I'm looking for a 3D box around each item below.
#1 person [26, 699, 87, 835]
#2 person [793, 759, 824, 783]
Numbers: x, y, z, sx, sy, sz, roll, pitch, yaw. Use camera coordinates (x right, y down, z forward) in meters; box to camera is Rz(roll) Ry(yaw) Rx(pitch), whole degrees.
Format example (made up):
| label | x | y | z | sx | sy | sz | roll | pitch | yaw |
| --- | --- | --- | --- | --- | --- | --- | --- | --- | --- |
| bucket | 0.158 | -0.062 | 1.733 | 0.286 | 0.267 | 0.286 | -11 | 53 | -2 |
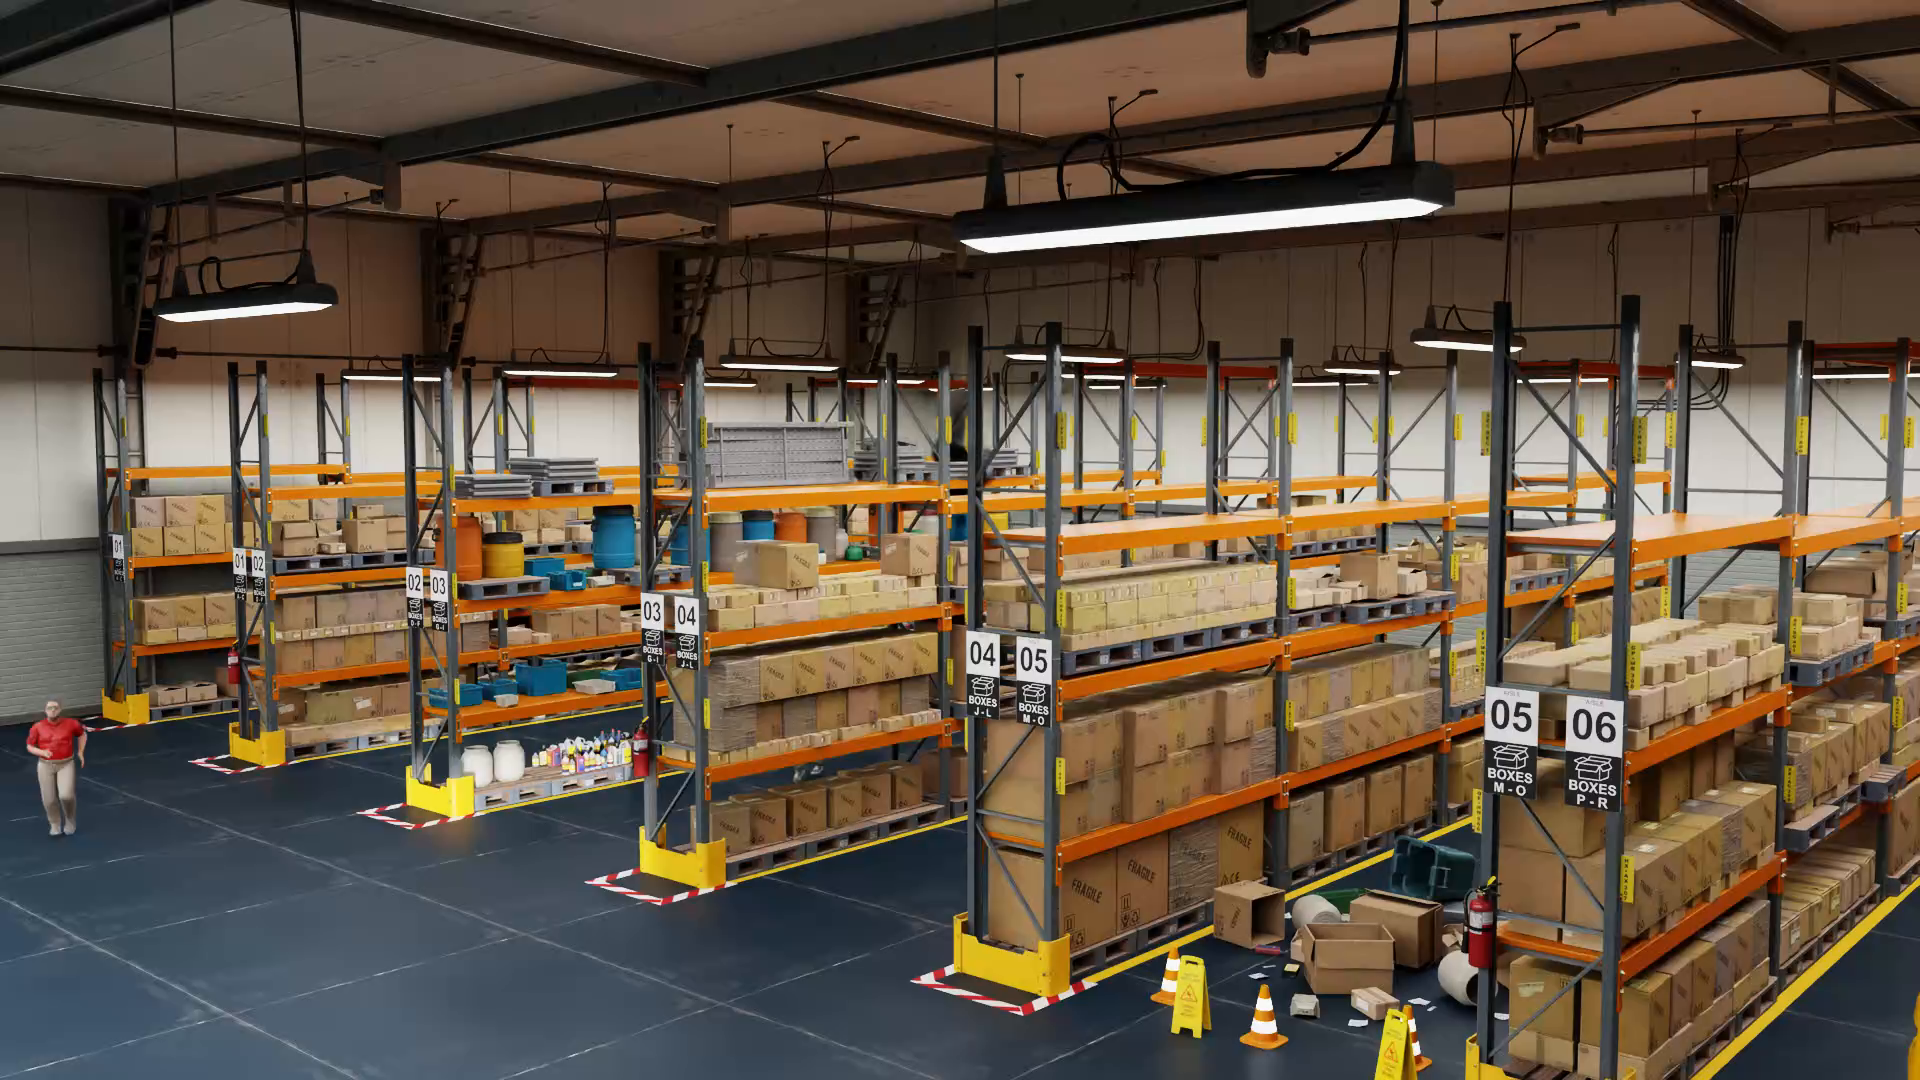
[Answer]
| label | x | y | z | sx | sy | sz | roll | pitch | yaw |
| --- | --- | --- | --- | --- | --- | --- | --- | --- | --- |
| person | -11.085 | 2.807 | 20.414 | 0.646 | 1.697 | 0.655 | -2 | 5 | -25 |
| person | -2.167 | 2.631 | 23.660 | 0.517 | 1.639 | 0.714 | 2 | 5 | 27 |
